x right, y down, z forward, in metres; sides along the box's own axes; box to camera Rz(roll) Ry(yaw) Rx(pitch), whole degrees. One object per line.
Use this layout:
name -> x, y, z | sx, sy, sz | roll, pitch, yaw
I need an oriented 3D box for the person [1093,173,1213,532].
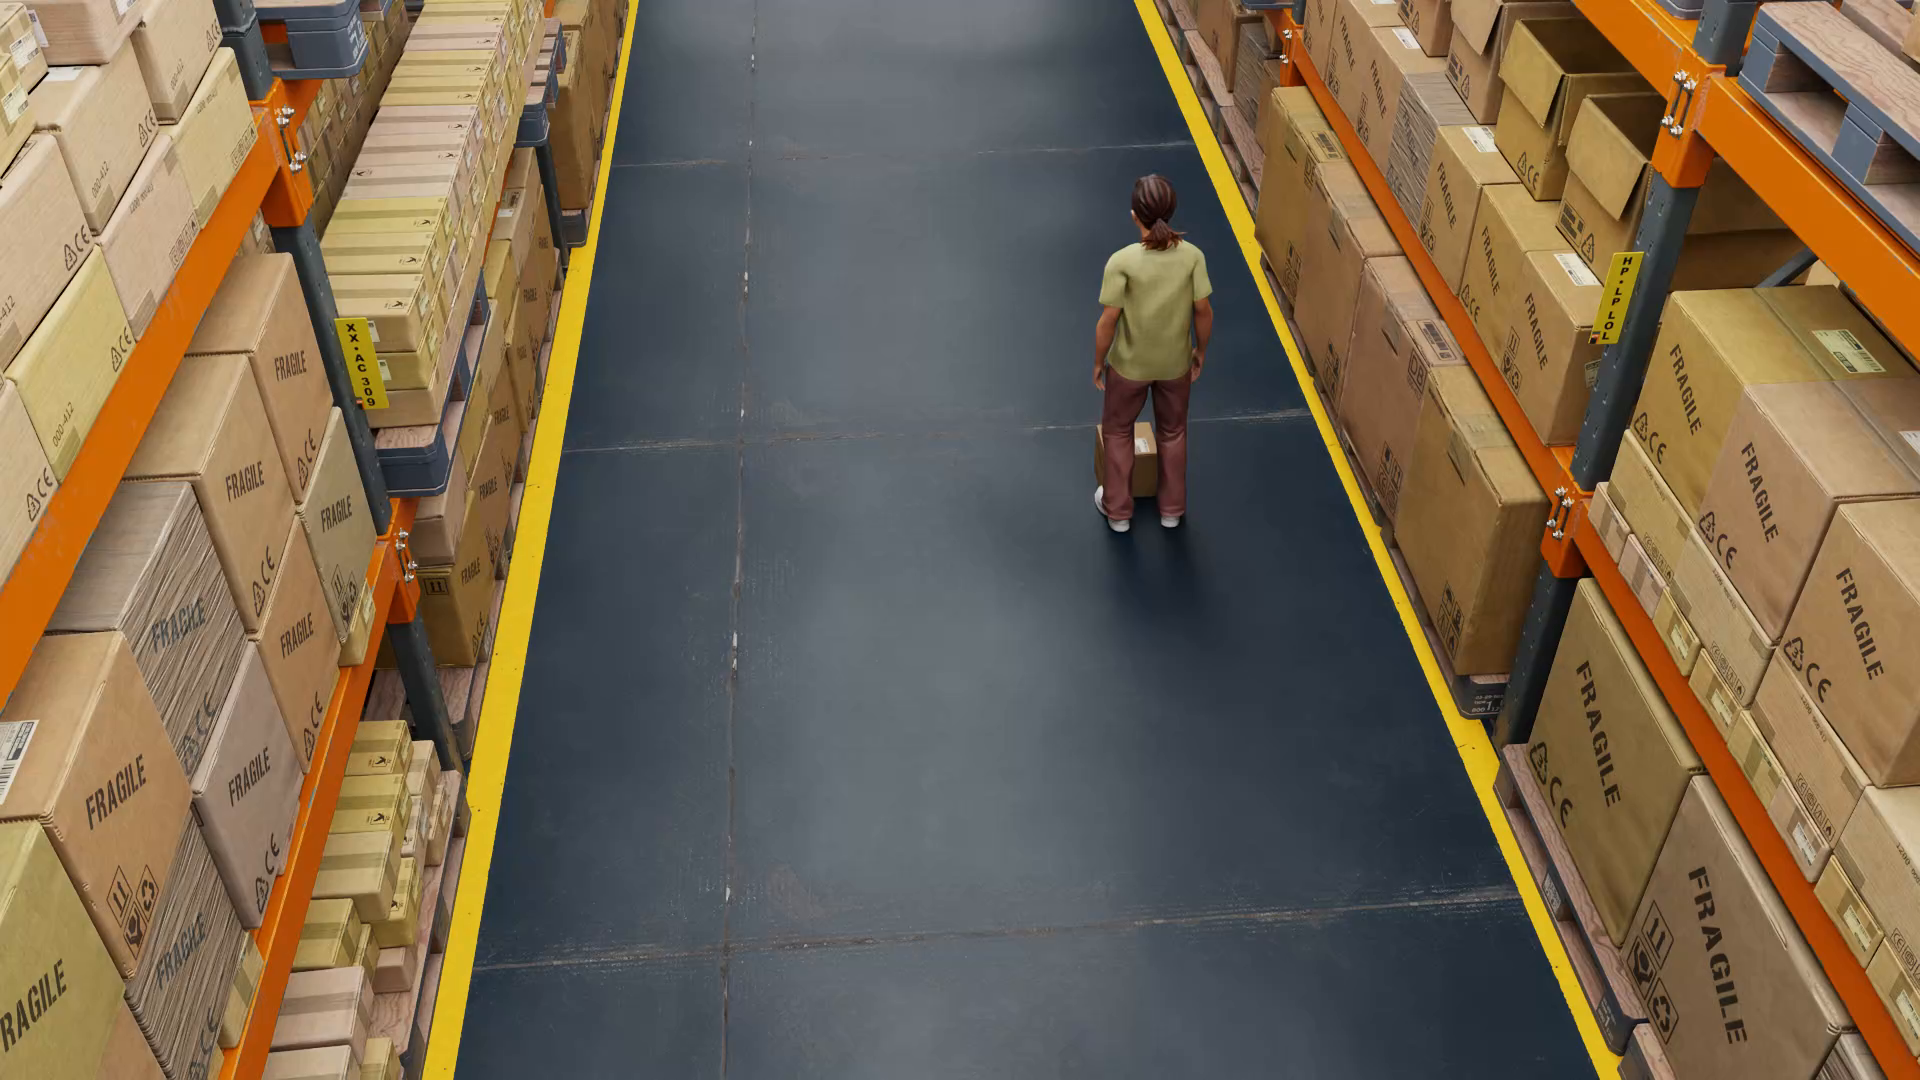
person -> 0.803, -0.761, 7.088 | 0.504, 1.671, 0.360 | -5, 40, -6
